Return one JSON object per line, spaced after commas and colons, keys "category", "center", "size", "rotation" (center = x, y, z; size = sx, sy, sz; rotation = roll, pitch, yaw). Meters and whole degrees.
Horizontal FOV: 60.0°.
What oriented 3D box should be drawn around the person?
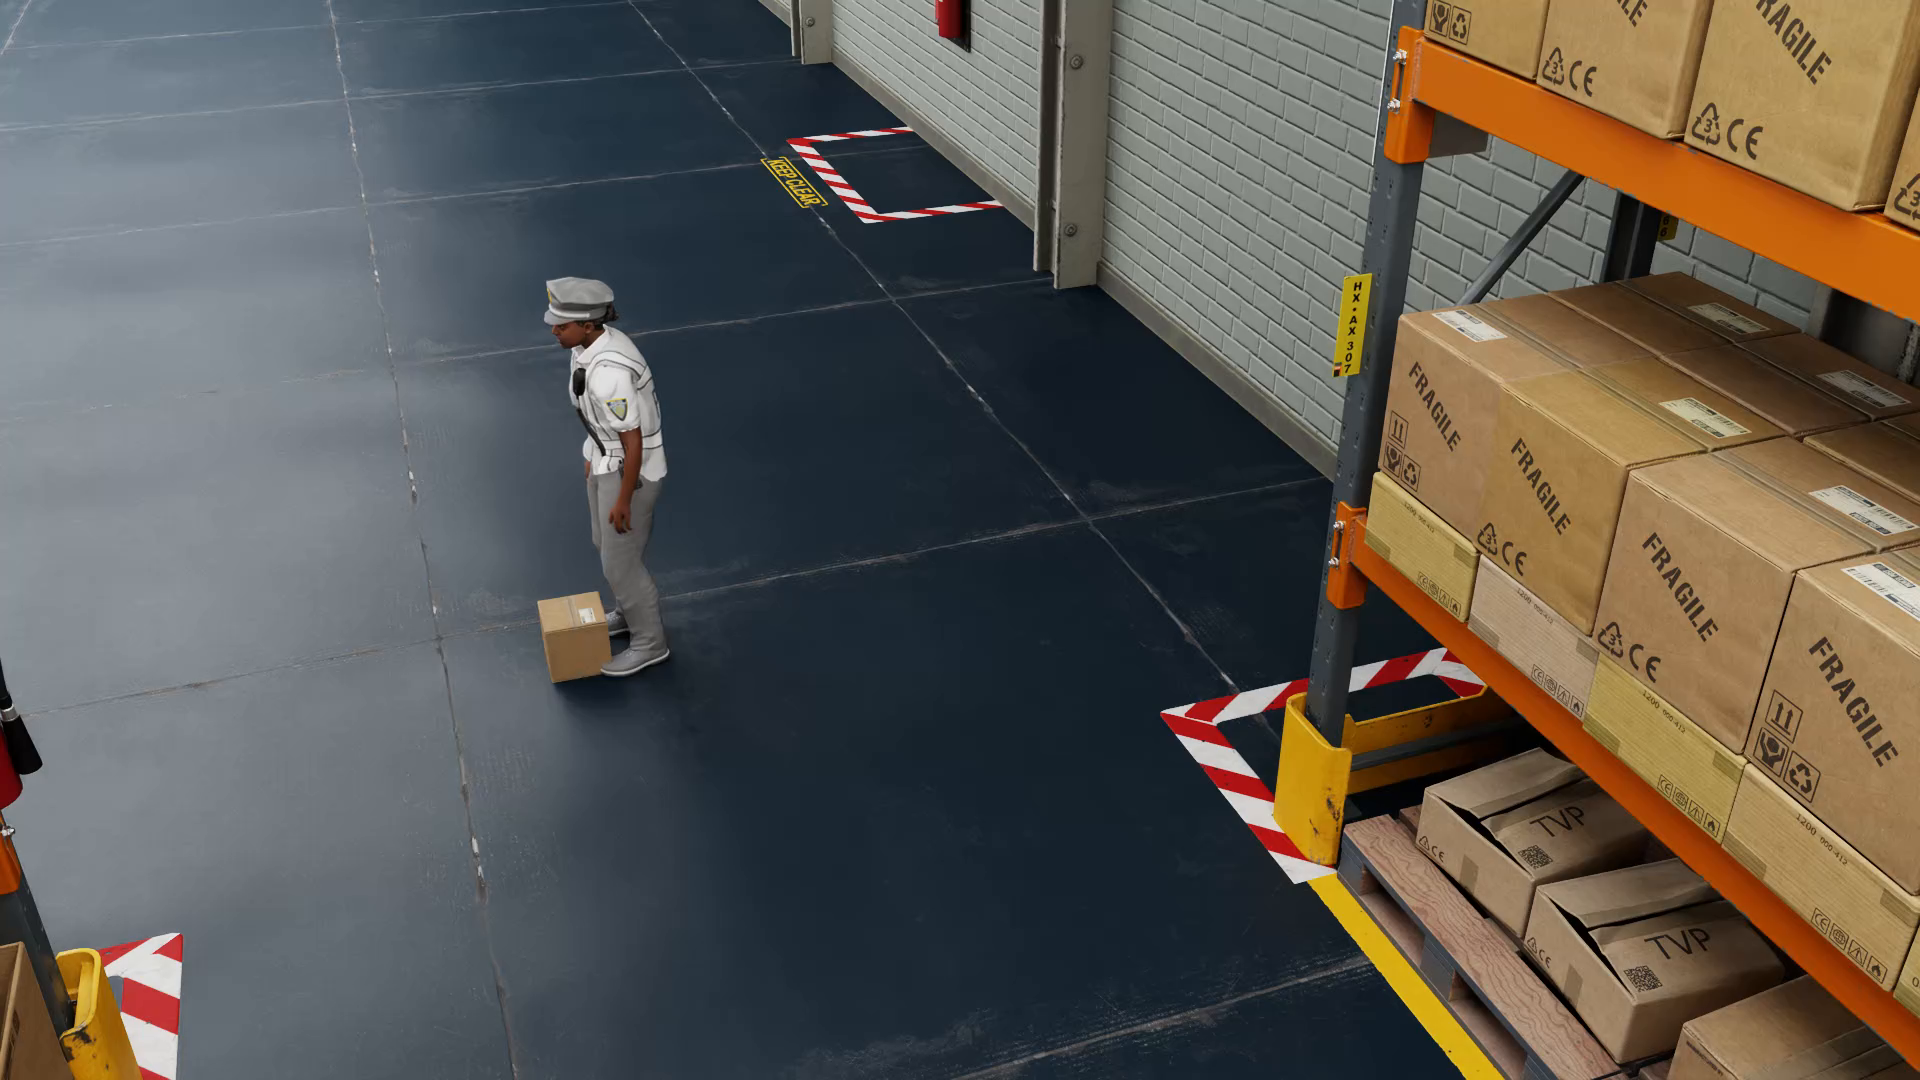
{"category": "person", "center": [-1.367, -0.257, 6.570], "size": [0.390, 1.664, 0.532], "rotation": [-12, 32, -20]}
